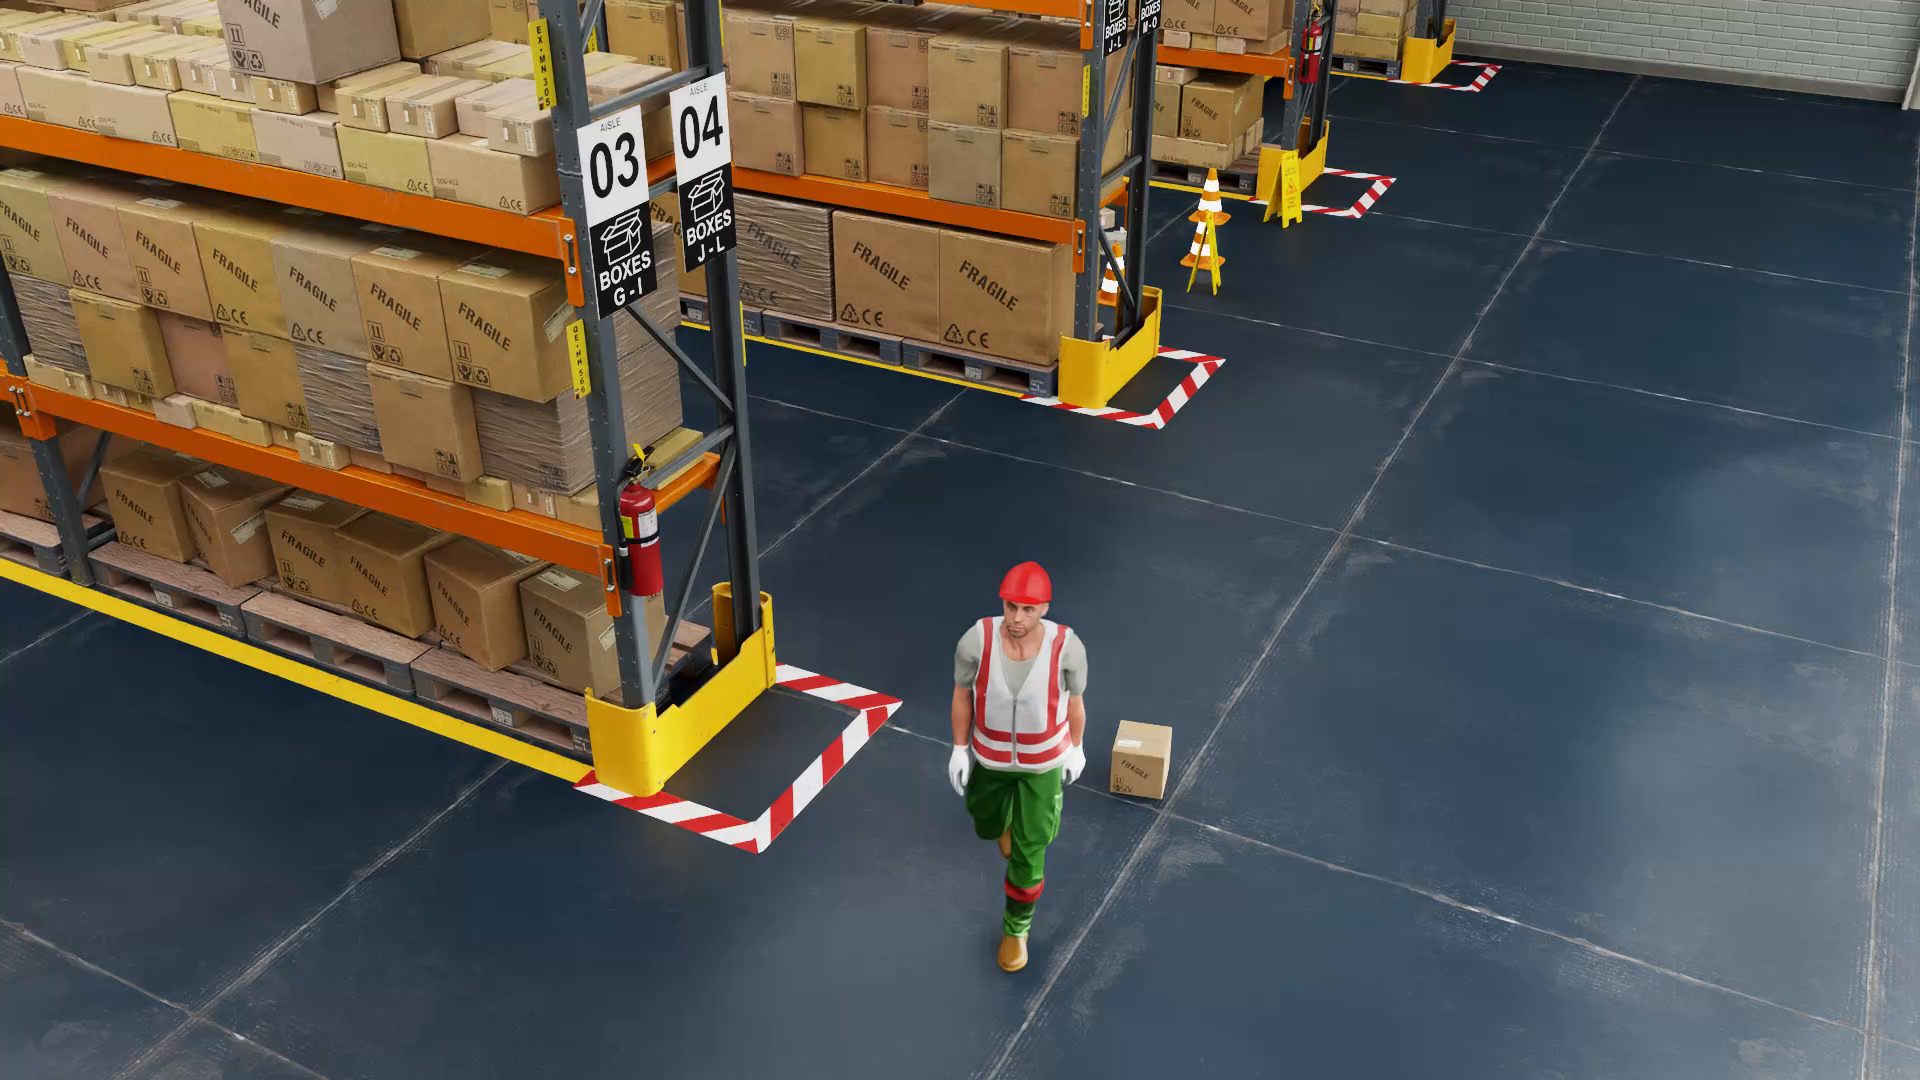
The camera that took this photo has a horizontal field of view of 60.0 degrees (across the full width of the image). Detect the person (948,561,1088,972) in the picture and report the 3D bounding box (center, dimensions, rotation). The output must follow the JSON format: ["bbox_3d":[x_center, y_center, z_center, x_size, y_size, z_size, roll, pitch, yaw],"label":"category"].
[{"bbox_3d":[0.242,0.832,6.809,0.543,1.764,0.887,5,30,9],"label":"person"}]
